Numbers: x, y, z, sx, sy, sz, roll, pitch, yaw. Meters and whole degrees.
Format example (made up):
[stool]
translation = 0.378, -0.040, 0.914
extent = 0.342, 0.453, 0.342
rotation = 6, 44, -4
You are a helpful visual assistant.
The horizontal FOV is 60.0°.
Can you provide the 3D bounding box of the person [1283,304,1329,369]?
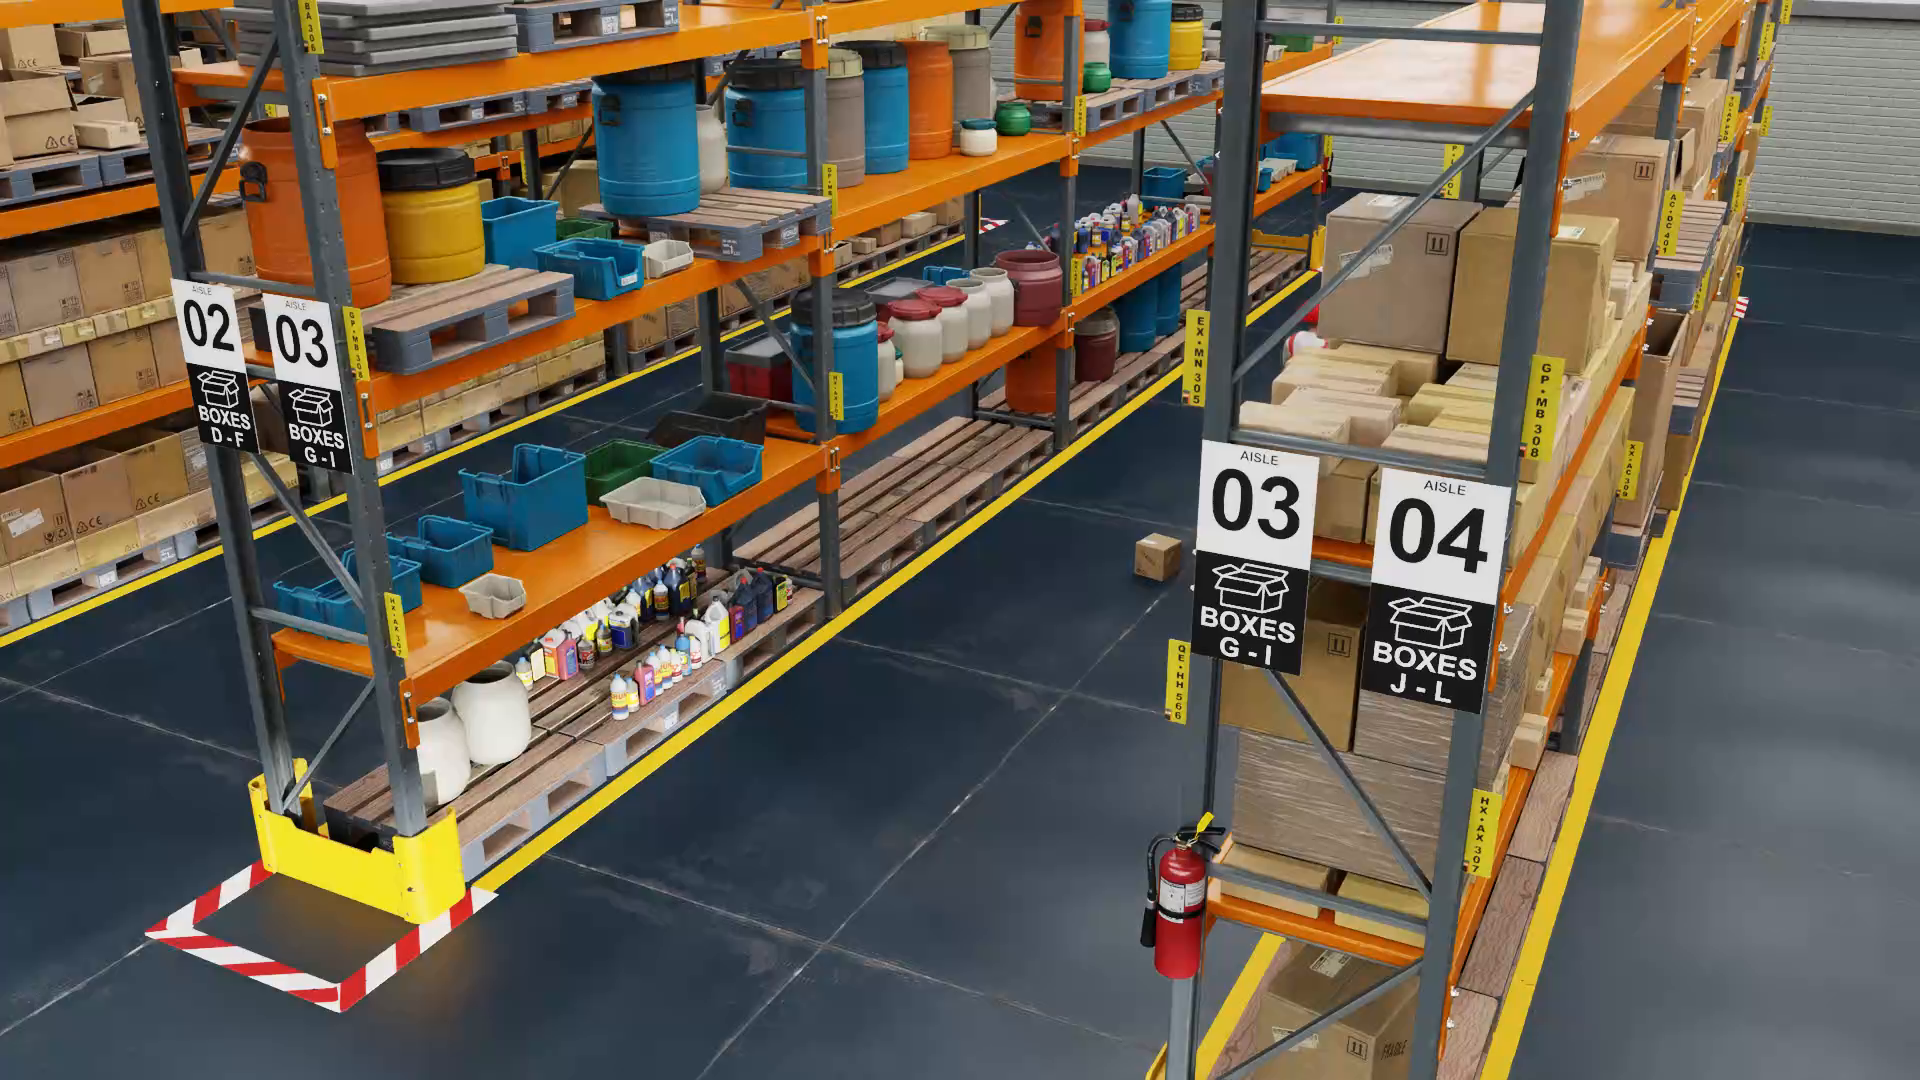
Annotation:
[person]
translation = 2.824, -1.043, 13.272
extent = 0.529, 1.852, 0.591
rotation = 15, 27, 32
